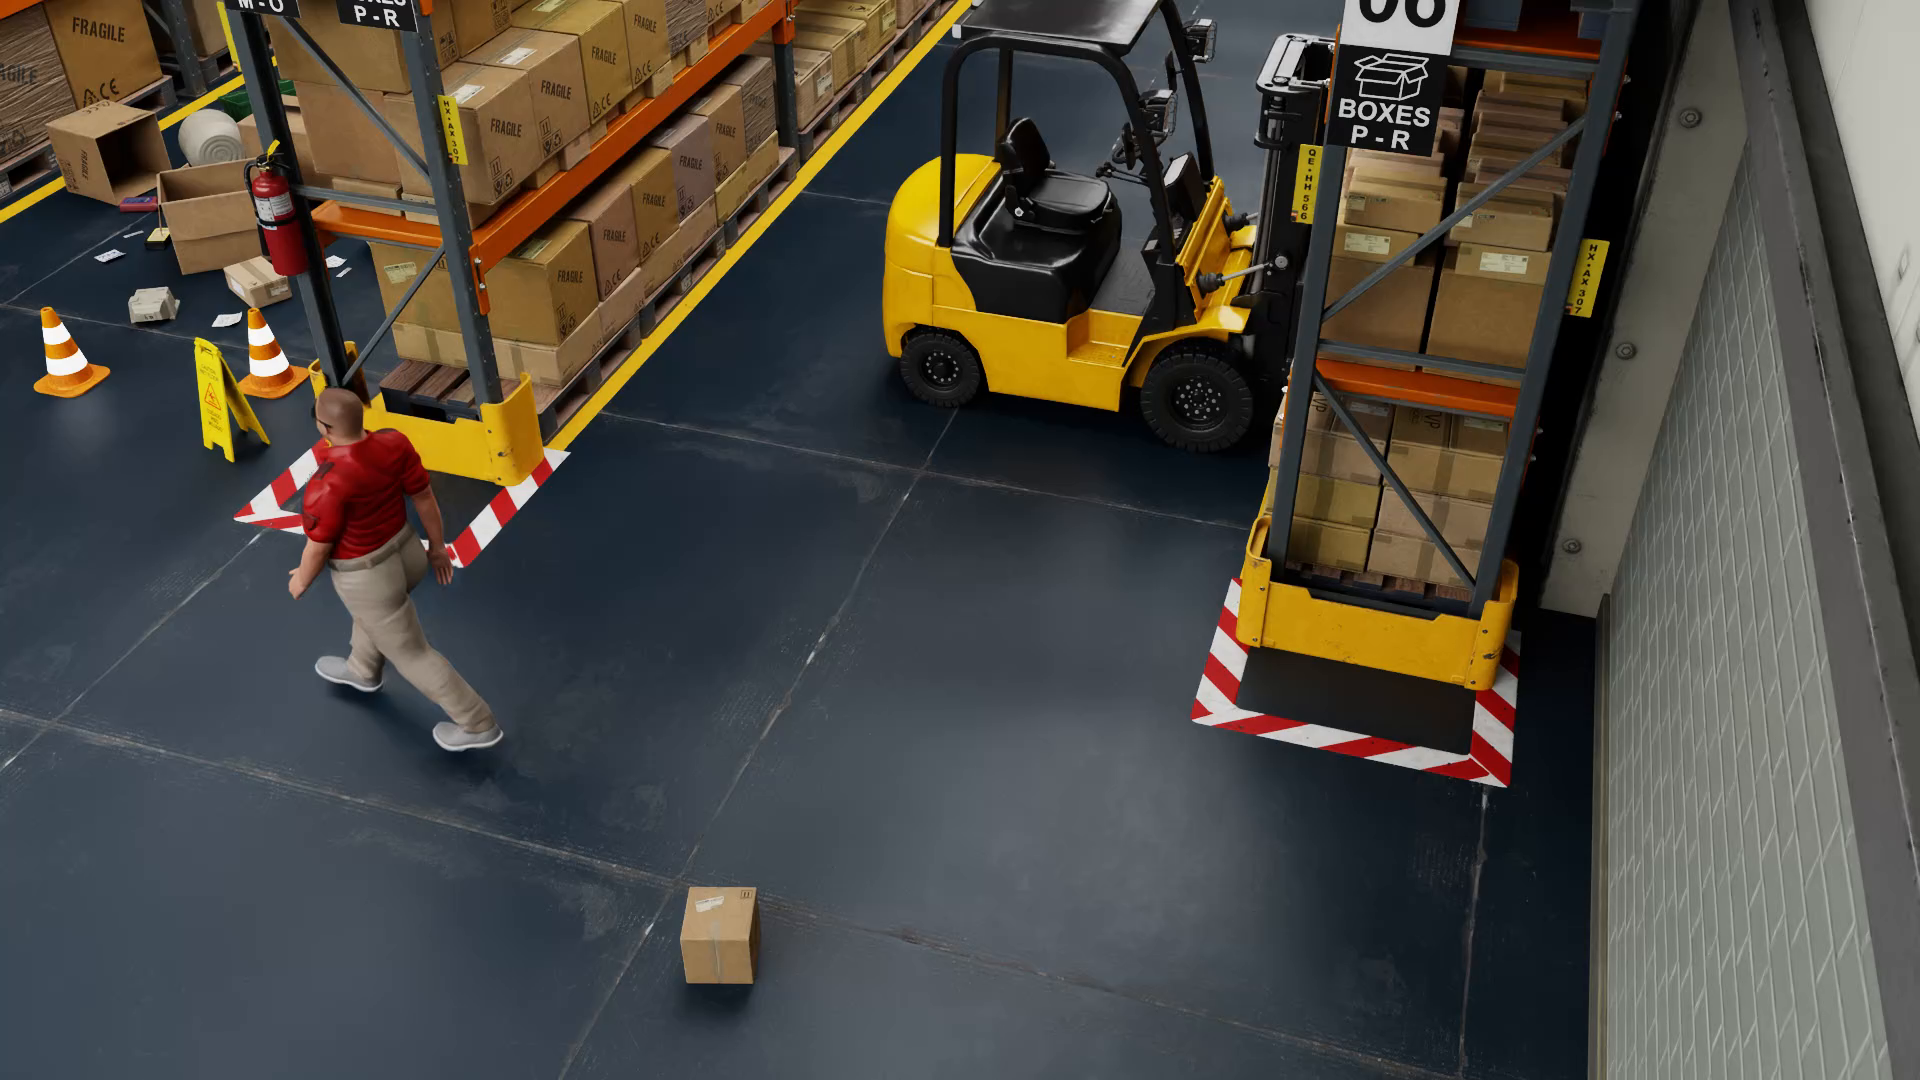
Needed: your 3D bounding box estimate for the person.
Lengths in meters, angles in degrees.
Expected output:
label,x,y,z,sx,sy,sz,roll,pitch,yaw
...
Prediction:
label,x,y,z,sx,sy,sz,roll,pitch,yaw
person,-2.413,0.097,6.770,1.074,1.666,0.545,12,39,16
